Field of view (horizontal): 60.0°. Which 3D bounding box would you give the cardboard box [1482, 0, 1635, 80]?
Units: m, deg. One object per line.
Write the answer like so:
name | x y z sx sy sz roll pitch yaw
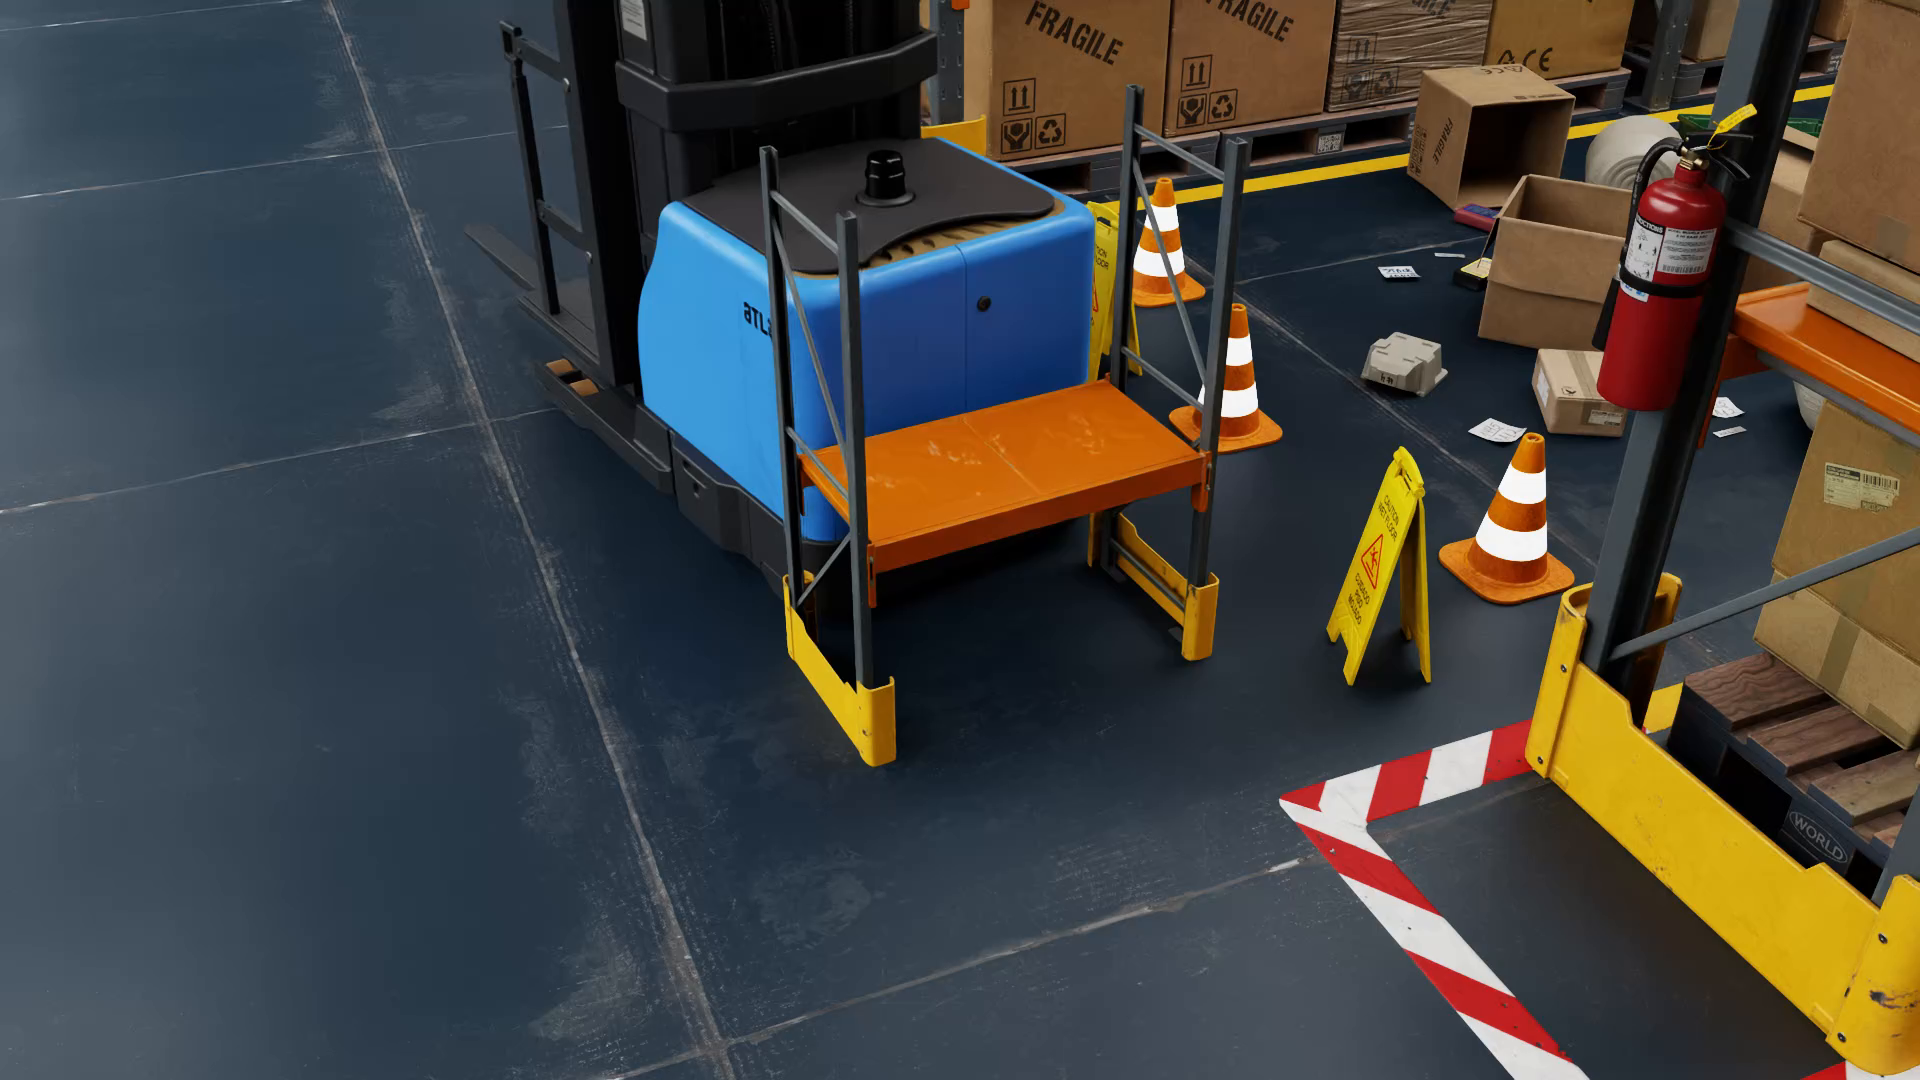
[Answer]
cardboard box | 2.852 -2.929 8.565 0.875 0.875 0.875 -12 35 -18

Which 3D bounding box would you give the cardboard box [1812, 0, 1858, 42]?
cardboard box | 4.887 -3.352 9.330 0.750 0.750 1.050 -13 35 -19

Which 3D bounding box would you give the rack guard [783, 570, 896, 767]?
rack guard | -0.330 0.339 4.501 0.087 0.250 0.587 -16 36 -22

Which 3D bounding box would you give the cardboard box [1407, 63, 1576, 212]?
cardboard box | 2.425 -1.851 7.634 0.500 0.500 0.500 -7 34 -11

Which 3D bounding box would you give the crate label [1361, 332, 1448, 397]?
crate label | 1.635 -0.652 6.127 0.250 0.136 0.298 23 39 30

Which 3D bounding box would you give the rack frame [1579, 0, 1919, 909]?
rack frame | 1.780 -0.429 3.159 0.127 3.000 1.000 -13 35 -19

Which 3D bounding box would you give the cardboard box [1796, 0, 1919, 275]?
cardboard box | 2.174 -0.849 3.440 0.500 0.500 0.500 -14 35 -20

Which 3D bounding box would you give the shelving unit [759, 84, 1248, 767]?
shelving unit | 0.113 -0.309 4.350 1.083 1.500 0.587 -16 36 -22

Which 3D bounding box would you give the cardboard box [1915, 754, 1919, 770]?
cardboard box | 2.631 0.516 3.842 0.500 0.250 0.500 -13 35 -19

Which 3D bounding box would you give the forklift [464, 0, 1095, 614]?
forklift | -0.870 -1.766 5.277 1.130 2.935 3.031 -22 39 -30

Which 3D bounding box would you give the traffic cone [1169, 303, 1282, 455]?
traffic cone | 0.934 -0.591 5.735 0.334 0.463 0.336 -13 35 -19

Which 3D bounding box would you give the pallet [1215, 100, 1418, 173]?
pallet | 1.601 -2.192 8.425 1.213 0.211 1.003 -13 35 -19

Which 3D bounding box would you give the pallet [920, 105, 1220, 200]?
pallet | 0.477 -1.936 8.032 1.213 0.211 1.003 -13 35 -19

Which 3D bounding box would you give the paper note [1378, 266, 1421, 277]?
paper note | 1.835 -1.120 6.945 0.142 0.017 0.144 -2 33 -2

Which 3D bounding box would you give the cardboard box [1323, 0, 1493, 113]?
cardboard box | 2.022 -2.737 8.269 0.875 0.875 0.875 -13 35 -19

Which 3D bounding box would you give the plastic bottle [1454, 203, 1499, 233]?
plastic bottle | 2.349 -1.414 7.367 0.133 0.061 0.283 -27 42 -35

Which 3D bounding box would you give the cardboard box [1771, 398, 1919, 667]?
cardboard box | 2.418 -0.067 4.051 0.500 0.500 0.500 -13 35 -19

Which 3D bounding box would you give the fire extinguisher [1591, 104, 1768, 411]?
fire extinguisher | 1.496 -0.604 3.499 0.183 0.674 0.296 -13 35 -19

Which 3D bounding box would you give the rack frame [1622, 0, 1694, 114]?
rack frame | 3.459 -3.741 8.250 0.127 3.000 1.000 -13 35 -19

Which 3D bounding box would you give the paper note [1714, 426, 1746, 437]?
paper note | 2.697 -0.380 5.824 0.123 0.001 0.032 -13 35 -19

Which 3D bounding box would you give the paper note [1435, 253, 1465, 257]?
paper note | 2.095 -1.218 7.112 0.123 0.001 0.032 4 33 6

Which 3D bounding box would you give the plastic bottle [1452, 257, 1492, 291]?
plastic bottle | 2.182 -1.116 6.910 0.283 0.061 0.133 -27 42 -35

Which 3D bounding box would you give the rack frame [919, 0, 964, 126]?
rack frame | -0.229 -2.897 6.952 0.127 3.000 1.000 -13 35 -19

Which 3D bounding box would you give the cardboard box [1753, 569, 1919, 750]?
cardboard box | 2.443 0.237 4.272 0.500 0.250 0.500 -13 35 -19

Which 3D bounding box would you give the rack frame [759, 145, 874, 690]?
rack frame | -0.347 -0.181 4.152 0.032 1.500 0.500 -16 36 -22

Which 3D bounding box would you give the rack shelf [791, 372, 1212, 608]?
rack shelf | 0.105 -0.156 4.445 1.000 0.185 0.538 -16 36 -22

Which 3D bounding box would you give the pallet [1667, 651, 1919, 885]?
pallet | 2.613 0.570 4.180 1.213 0.211 1.003 -13 35 -19

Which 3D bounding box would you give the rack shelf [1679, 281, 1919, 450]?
rack shelf | 3.624 -0.550 4.004 4.000 0.370 1.077 -13 35 -19

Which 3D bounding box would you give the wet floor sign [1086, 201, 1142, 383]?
wet floor sign | 0.510 -0.908 6.054 0.232 0.644 0.267 -19 38 -27

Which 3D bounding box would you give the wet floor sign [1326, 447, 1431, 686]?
wet floor sign | 1.191 0.060 4.566 0.232 0.644 0.267 -2 33 -2

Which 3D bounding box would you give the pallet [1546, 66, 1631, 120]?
pallet | 2.727 -2.451 8.824 1.213 0.211 1.003 -13 35 -19

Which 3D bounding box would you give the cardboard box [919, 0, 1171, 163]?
cardboard box | 0.370 -2.359 7.688 0.875 0.875 0.875 -13 35 -19

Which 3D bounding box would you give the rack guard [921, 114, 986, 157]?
rack guard | -0.252 -1.844 7.626 0.348 0.500 1.175 -13 35 -19

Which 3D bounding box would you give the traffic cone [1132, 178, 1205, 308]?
traffic cone | 0.810 -1.232 6.718 0.334 0.463 0.336 -13 35 -19

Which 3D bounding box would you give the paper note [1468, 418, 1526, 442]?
paper note | 1.881 -0.385 5.814 0.142 0.019 0.148 -27 42 -35

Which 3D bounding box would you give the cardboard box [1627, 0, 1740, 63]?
cardboard box | 3.996 -3.151 9.020 0.750 0.750 1.050 -13 35 -19

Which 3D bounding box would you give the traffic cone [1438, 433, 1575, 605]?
traffic cone | 1.677 -0.105 4.987 0.334 0.463 0.336 -13 35 -19

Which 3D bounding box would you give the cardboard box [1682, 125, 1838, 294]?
cardboard box | 3.278 -1.285 6.639 0.503 0.637 0.797 -13 35 -19

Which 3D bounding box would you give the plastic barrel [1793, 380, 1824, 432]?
plastic barrel | 3.098 -0.546 5.702 0.421 0.421 0.512 10 34 14

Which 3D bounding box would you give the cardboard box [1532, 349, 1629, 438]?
cardboard box | 2.206 -0.526 5.923 0.250 0.149 0.380 4 33 6

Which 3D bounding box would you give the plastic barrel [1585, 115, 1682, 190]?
plastic barrel | 3.006 -1.651 7.399 0.421 0.421 0.512 10 34 14

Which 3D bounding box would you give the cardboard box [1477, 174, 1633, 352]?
cardboard box | 2.419 -1.027 6.366 0.797 0.503 0.637 16 36 23

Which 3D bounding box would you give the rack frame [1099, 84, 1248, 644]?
rack frame | 0.557 -0.433 4.541 0.032 1.500 0.500 -16 36 -22

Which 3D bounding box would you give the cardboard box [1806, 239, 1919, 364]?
cardboard box | 2.042 -0.510 3.514 0.250 0.149 0.380 -12 35 -17

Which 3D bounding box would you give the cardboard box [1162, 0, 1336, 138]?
cardboard box | 1.181 -2.545 7.975 0.875 0.875 0.875 -13 35 -20

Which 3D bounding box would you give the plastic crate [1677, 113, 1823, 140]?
plastic crate | 3.806 -1.891 7.932 0.662 0.188 0.450 4 23 6

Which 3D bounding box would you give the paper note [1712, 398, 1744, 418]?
paper note | 2.722 -0.484 5.977 0.142 0.019 0.148 -2 33 -2

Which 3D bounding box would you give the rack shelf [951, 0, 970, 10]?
rack shelf | 1.615 -3.017 7.797 4.000 0.370 1.077 -13 35 -19

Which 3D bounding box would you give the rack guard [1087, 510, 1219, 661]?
rack guard | 0.556 0.091 4.881 0.087 0.250 0.587 -16 36 -22

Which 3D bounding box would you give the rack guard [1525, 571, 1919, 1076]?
rack guard | 1.850 0.603 3.865 0.348 0.500 1.175 -13 35 -19

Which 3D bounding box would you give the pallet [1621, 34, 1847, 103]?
pallet | 4.141 -2.773 9.319 1.213 0.211 1.003 -13 35 -19
